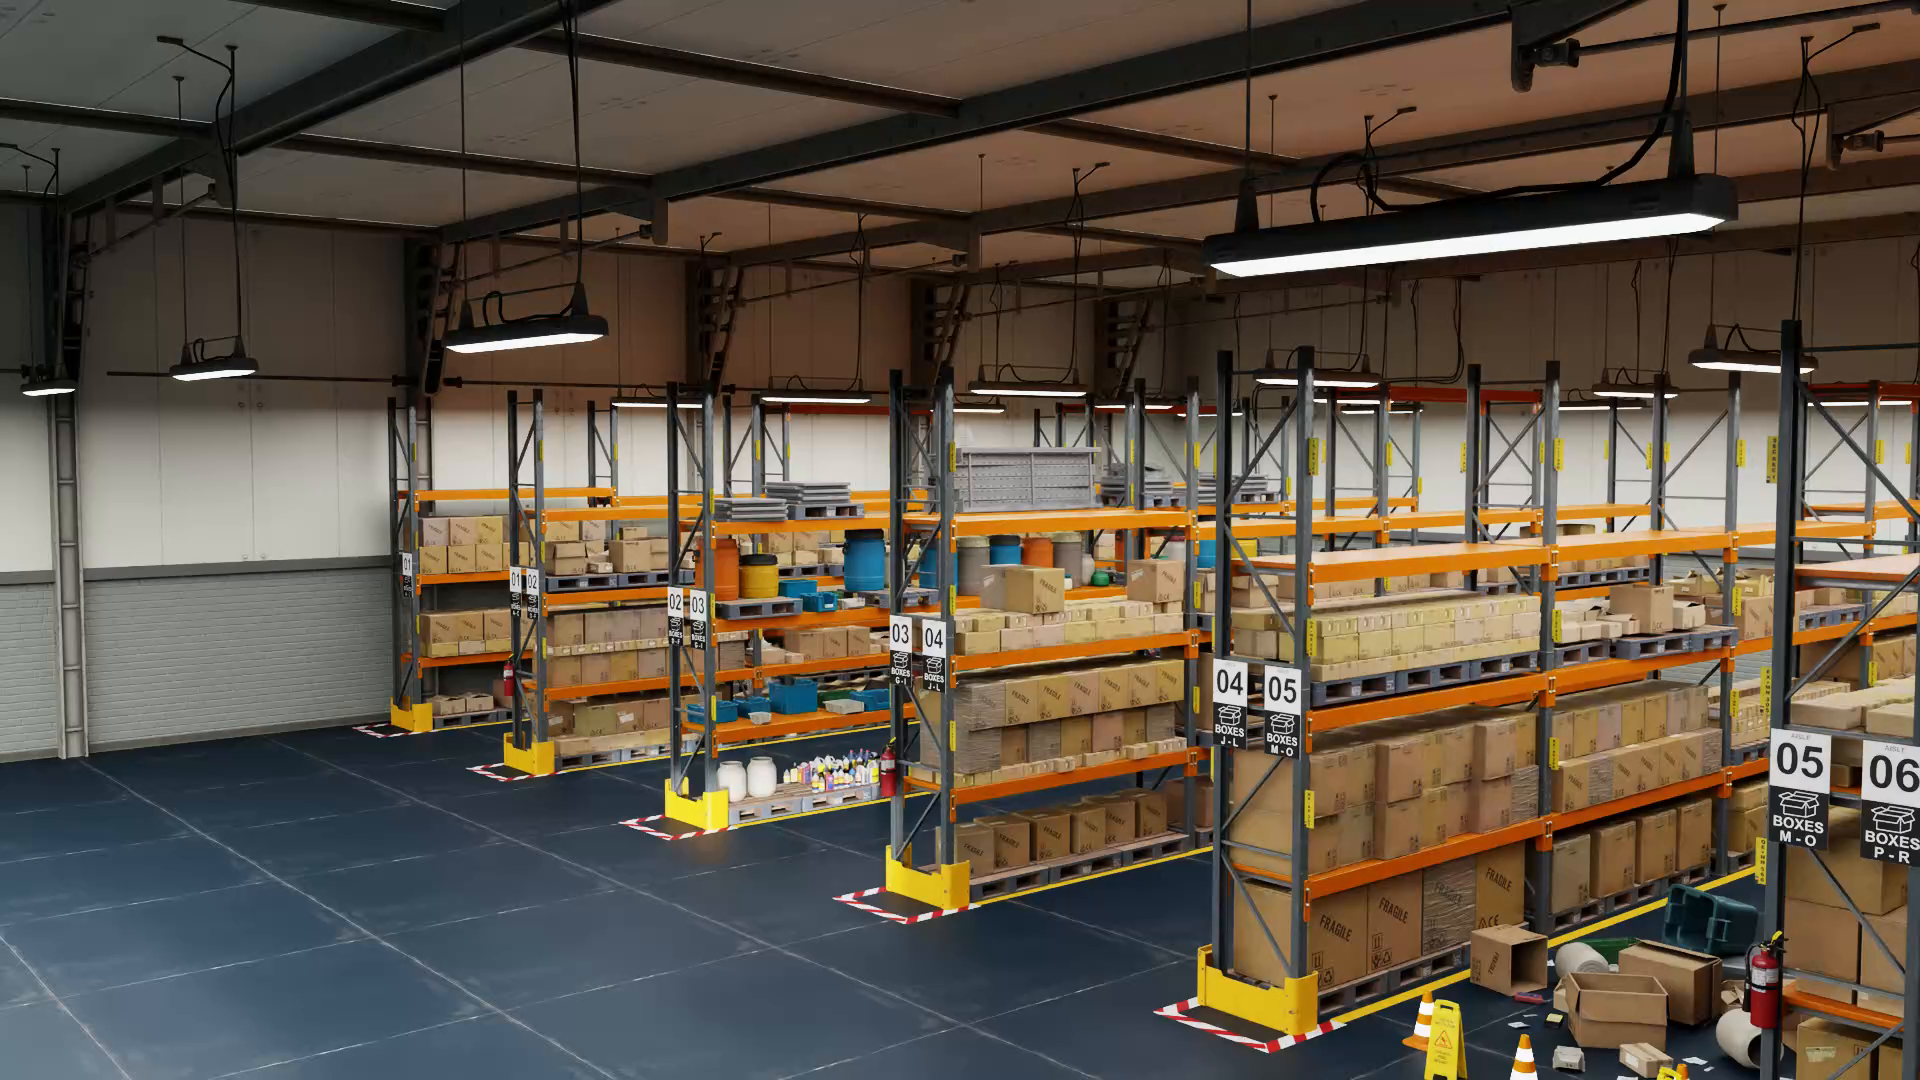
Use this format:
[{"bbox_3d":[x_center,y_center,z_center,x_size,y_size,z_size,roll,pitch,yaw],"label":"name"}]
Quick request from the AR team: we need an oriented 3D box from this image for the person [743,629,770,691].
[{"bbox_3d":[-3.735,2.457,30.882,0.707,1.756,1.004,3,5,44],"label":"person"}]
